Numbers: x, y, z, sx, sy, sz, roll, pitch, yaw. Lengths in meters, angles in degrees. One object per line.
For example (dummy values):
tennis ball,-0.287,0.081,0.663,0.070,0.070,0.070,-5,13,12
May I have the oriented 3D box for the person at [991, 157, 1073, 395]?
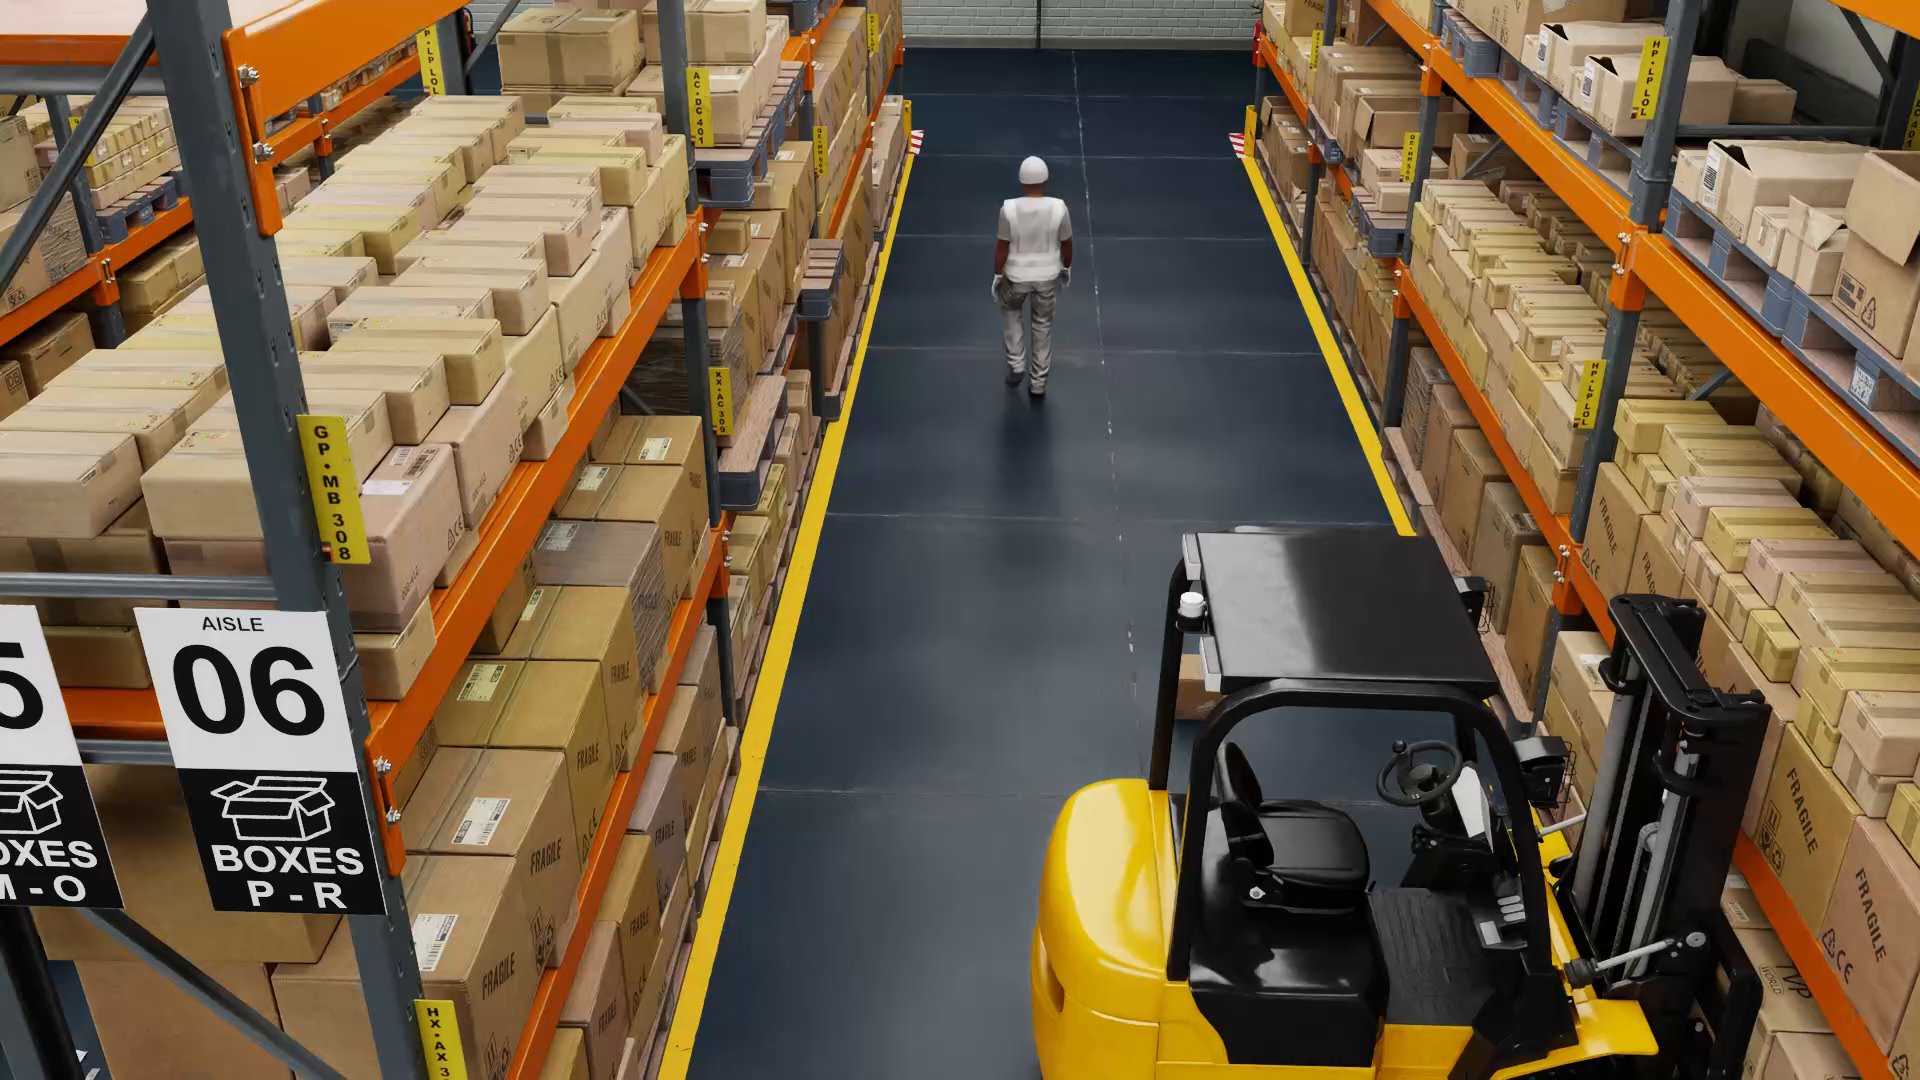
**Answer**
person,0.530,-1.960,12.329,0.598,1.827,0.485,0,28,0
